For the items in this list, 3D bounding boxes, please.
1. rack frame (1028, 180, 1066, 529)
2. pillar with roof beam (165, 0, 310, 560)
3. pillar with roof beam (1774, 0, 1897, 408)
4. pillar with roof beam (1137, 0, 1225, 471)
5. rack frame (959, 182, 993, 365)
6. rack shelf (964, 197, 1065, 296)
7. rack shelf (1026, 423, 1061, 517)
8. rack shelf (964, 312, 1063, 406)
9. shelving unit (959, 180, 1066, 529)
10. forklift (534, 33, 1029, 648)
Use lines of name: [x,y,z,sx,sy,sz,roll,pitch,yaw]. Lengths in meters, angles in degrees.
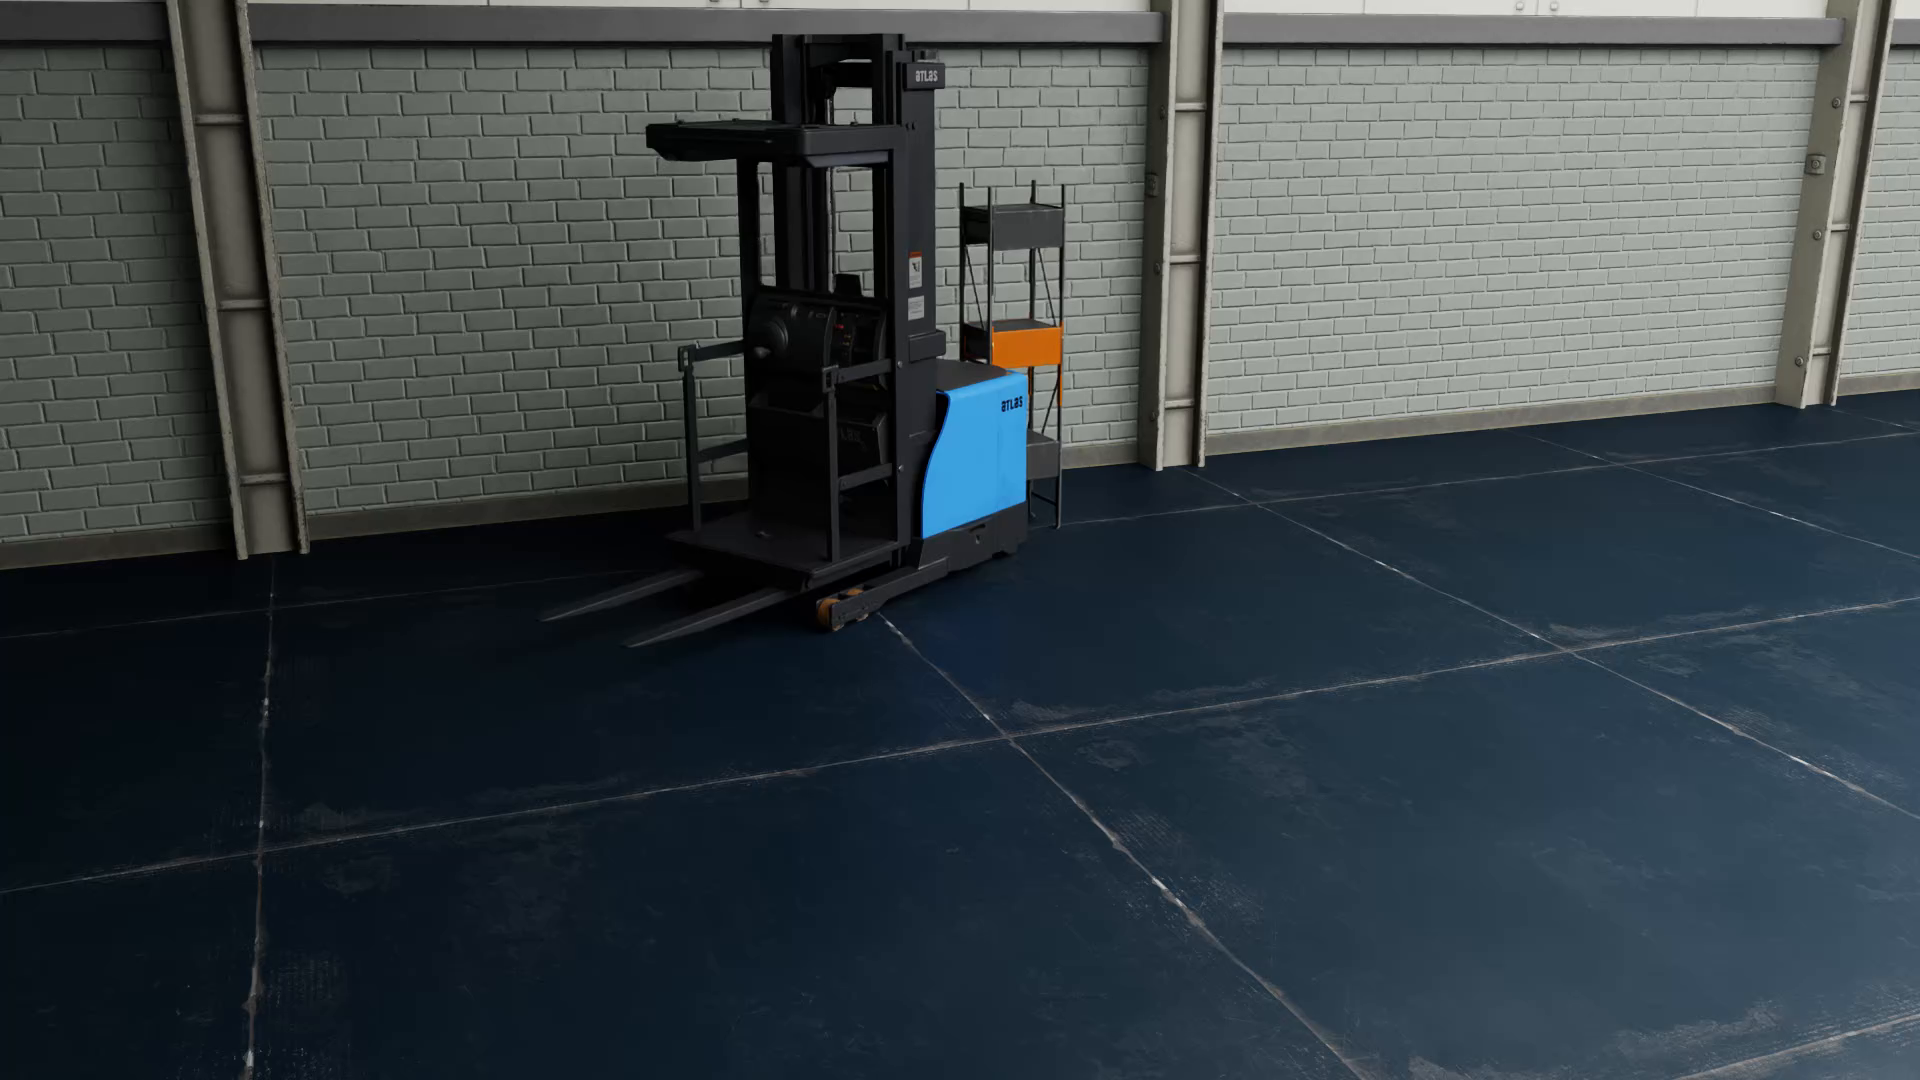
rack frame: [0.529,-1.128,10.213,0.015,2.100,0.400,-8,18,-25]
pillar with roof beam: [-2.549,-3.130,4.784,0.400,9.000,9.100,-6,17,-20]
pillar with roof beam: [8.657,-4.339,8.904,0.400,9.000,9.100,-6,17,-20]
pillar with roof beam: [3.054,-3.734,6.844,0.400,9.000,9.100,-6,17,-20]
rack frame: [0.092,-1.067,10.005,0.015,2.100,0.400,-8,18,-25]
rack shelf: [0.310,-1.756,9.916,0.480,0.518,0.431,-8,18,-25]
rack shelf: [0.310,-0.413,10.310,0.480,0.518,0.431,-8,18,-25]
rack shelf: [0.310,-1.084,10.113,0.480,0.518,0.431,-8,18,-25]
shelving unit: [0.310,-1.098,10.109,0.503,2.100,0.431,-8,18,-25]
forklift: [-0.881,-1.098,8.634,1.130,2.935,3.031,12,20,35]
